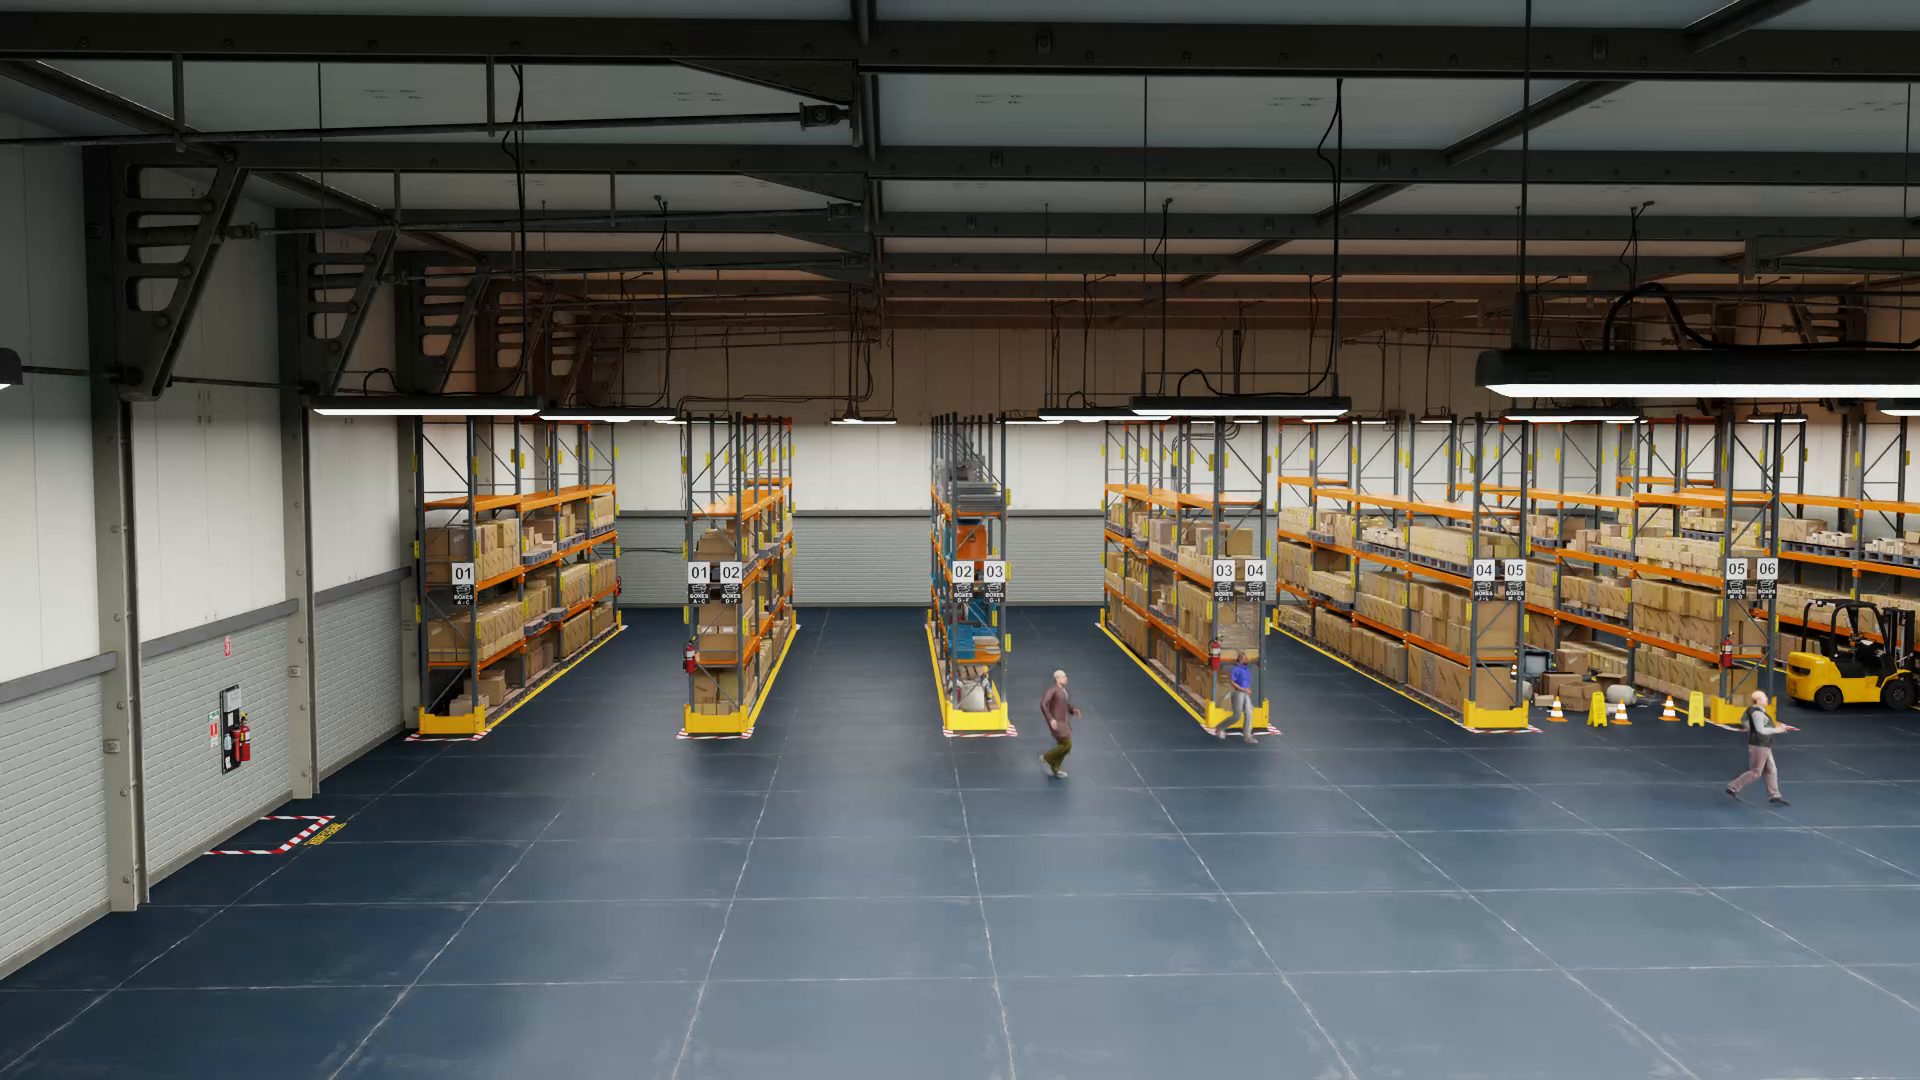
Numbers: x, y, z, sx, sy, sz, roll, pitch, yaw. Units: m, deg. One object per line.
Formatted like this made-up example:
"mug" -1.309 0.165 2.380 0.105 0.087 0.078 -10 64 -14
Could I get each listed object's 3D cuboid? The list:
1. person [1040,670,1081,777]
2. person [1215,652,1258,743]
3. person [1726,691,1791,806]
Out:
"person" 1.646 3.001 27.183 0.629 1.746 0.719 2 4 22
"person" 5.072 2.841 30.166 0.836 1.632 0.615 3 5 37
"person" 12.035 3.126 25.019 0.906 1.715 0.661 2 4 23
